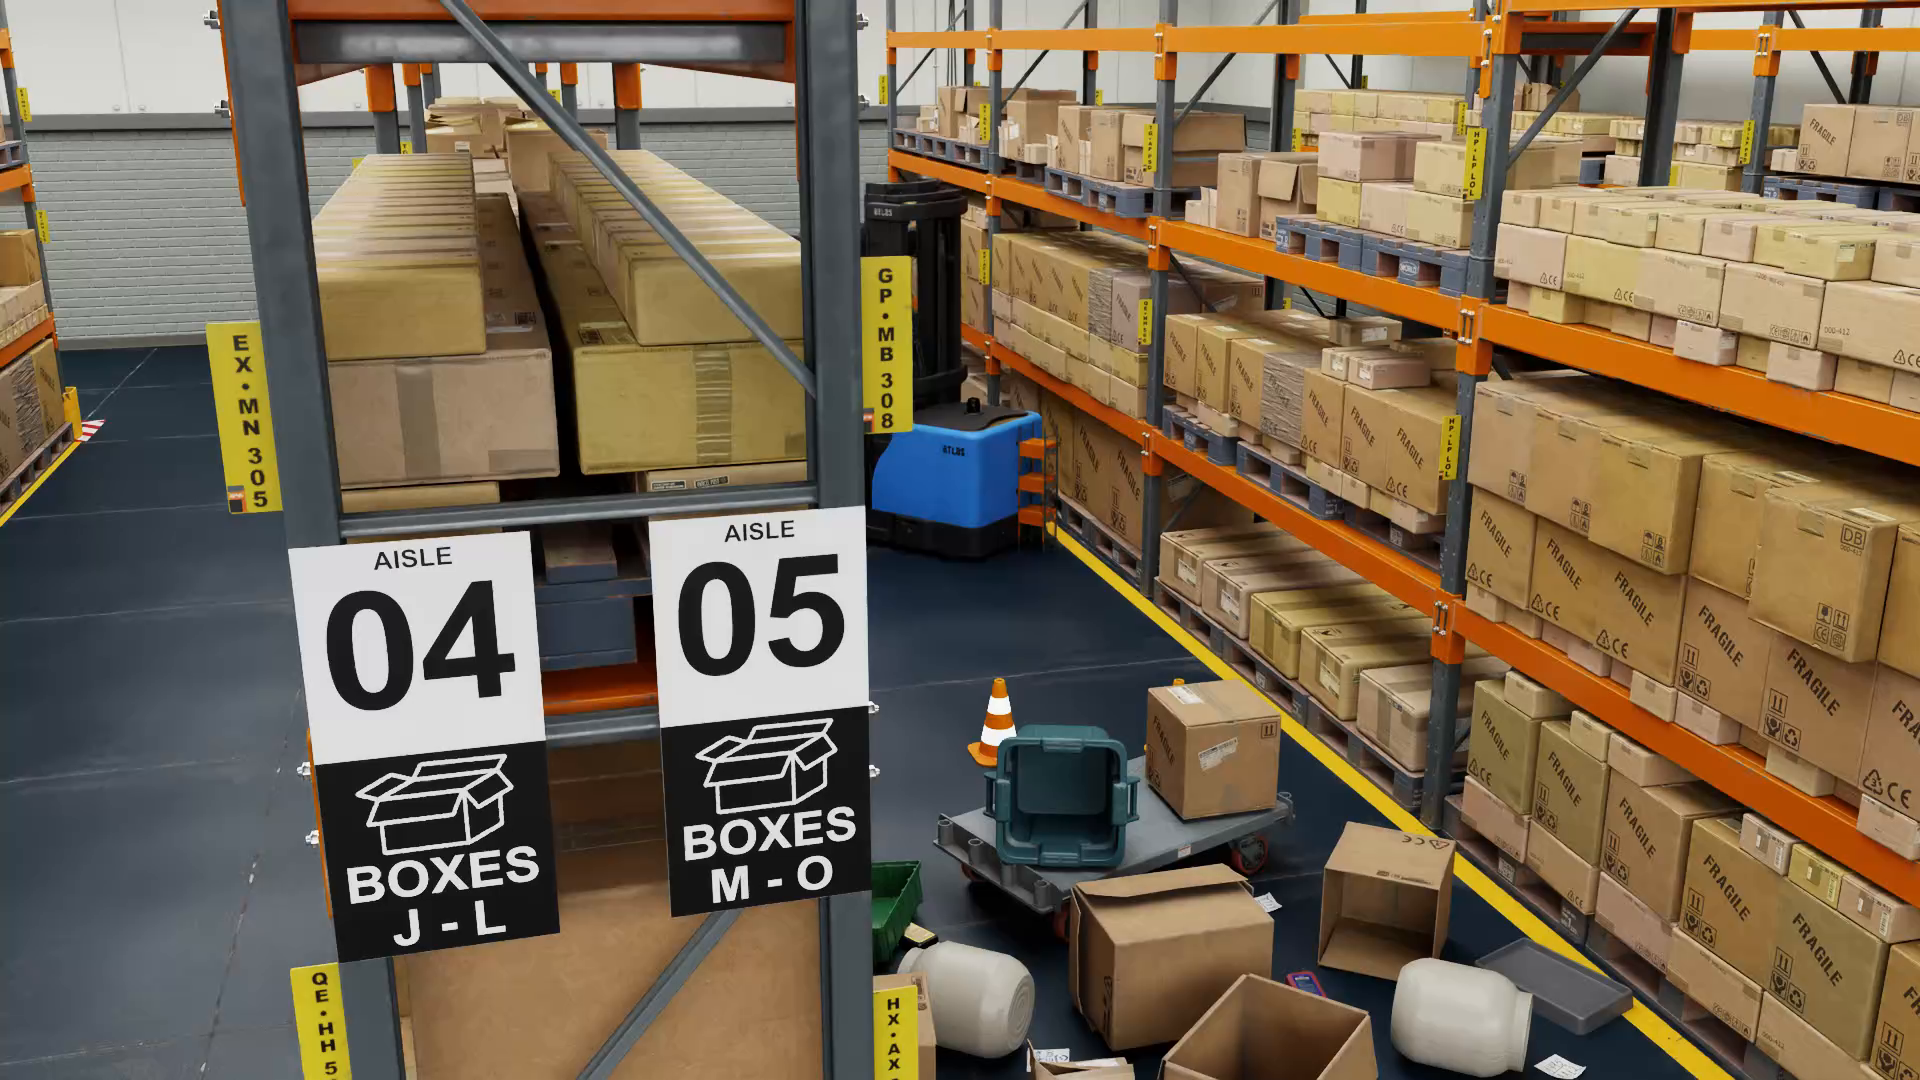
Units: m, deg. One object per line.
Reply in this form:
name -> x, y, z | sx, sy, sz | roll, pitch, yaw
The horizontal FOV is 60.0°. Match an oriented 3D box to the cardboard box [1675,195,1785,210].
cardboard box -> 3.388, -1.430, 7.334 | 0.380, 0.149, 0.250 | -4, 17, -14

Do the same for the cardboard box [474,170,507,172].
cardboard box -> -2.745, -1.891, 9.178 | 0.500, 0.250, 0.500 | -4, 17, -14

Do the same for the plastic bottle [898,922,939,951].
plastic bottle -> -0.244, 1.837, 7.730 | 0.283, 0.061, 0.133 | 16, 23, 42

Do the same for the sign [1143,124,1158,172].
sign -> 1.325, -2.734, 11.588 | 0.100, 0.325, 0.005 | -5, 17, -15

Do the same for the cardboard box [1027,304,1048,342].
cardboard box -> 0.895, -1.900, 14.453 | 0.500, 0.250, 0.500 | -4, 17, -15

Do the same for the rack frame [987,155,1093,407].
rack frame -> 0.762, -2.160, 15.927 | 1.000, 3.000, 0.127 | -5, 17, -15

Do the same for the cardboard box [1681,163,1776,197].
cardboard box -> 6.258, -2.934, 13.553 | 0.500, 0.250, 0.500 | -5, 18, -17

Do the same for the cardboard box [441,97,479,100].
cardboard box -> -5.199, -4.534, 17.317 | 0.380, 0.149, 0.250 | -5, 17, -16

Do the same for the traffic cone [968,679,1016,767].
traffic cone -> 0.232, 1.035, 9.703 | 0.336, 0.463, 0.334 | -5, 17, -15

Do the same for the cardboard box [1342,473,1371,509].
cardboard box -> 2.393, -0.291, 9.413 | 0.380, 0.149, 0.250 | -5, 17, -16

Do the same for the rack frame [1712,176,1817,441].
rack frame -> 6.633, -1.447, 13.554 | 1.000, 3.000, 0.127 | -5, 17, -15

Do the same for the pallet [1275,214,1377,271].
pallet -> 2.605, -1.759, 9.707 | 1.213, 0.211, 1.003 | -5, 17, -15

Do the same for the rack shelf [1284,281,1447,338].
rack shelf -> 4.984, -2.762, 19.183 | 1.077, 0.370, 4.000 | -5, 17, -15

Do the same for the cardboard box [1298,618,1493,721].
cardboard box -> 2.613, 0.767, 10.022 | 0.950, 0.372, 0.625 | -4, 17, -12

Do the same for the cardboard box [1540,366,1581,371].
cardboard box -> 6.064, -1.650, 16.718 | 0.380, 0.149, 0.250 | -5, 17, -15

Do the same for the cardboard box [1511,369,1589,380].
cardboard box -> 3.171, -0.807, 8.876 | 0.380, 0.149, 0.250 | -5, 17, -15

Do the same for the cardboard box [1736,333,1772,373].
cardboard box -> 3.234, -0.730, 6.391 | 0.380, 0.149, 0.250 | -5, 17, -15

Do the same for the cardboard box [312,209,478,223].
cardboard box -> -1.369, -0.715, 4.052 | 0.380, 0.149, 0.250 | -5, 17, -15

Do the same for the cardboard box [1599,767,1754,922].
cardboard box -> 3.162, 1.285, 7.206 | 0.500, 0.500, 0.500 | -4, 17, -12

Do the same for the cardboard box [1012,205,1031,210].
cardboard box -> 0.728, -3.242, 16.491 | 0.380, 0.149, 0.250 | -5, 17, -16

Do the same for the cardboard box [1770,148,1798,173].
cardboard box -> 6.437, -2.900, 12.680 | 0.380, 0.166, 0.250 | -5, 17, -15

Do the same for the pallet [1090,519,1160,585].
pallet -> 1.717, 0.058, 13.391 | 1.003, 0.211, 1.213 | -5, 17, -15

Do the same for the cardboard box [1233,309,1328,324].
cardboard box -> 2.253, -1.341, 11.781 | 0.500, 0.500, 0.500 | -5, 17, -17

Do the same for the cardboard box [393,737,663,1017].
cardboard box -> -0.977, 0.739, 4.139 | 0.875, 0.550, 0.550 | -5, 17, -15

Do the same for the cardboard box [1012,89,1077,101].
cardboard box -> 0.802, -4.072, 16.004 | 0.500, 0.500, 0.500 | -4, 17, -14

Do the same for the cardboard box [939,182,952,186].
cardboard box -> -0.046, -4.020, 19.082 | 0.380, 0.149, 0.250 | -4, 17, -15

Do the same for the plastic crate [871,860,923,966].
plastic crate -> -0.464, 1.736, 7.746 | 0.450, 0.188, 0.662 | -6, 15, 16

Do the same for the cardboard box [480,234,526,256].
cardboard box -> -1.487, -0.707, 4.719 | 0.500, 0.250, 0.500 | -5, 17, -15

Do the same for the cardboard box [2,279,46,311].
cardboard box -> -9.477, -2.440, 16.605 | 0.500, 0.250, 0.500 | -5, 17, -16

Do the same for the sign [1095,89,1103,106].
sign -> 1.281, -4.040, 15.528 | 0.100, 0.325, 0.005 | -5, 17, -15

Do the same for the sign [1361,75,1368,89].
sign -> 4.973, -5.558, 20.489 | 0.100, 0.325, 0.005 | -5, 17, -15

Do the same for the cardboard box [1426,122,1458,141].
cardboard box -> 5.160, -4.174, 17.163 | 0.500, 0.250, 0.500 | -5, 17, -15

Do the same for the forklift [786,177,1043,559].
forklift -> -0.802, -1.559, 14.048 | 3.031, 2.935, 1.130 | 12, 20, 34

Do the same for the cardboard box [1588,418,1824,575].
cardboard box -> 3.104, -0.193, 6.952 | 0.700, 0.500, 0.500 | -5, 17, -16

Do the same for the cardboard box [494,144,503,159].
cardboard box -> -3.058, -2.573, 11.916 | 0.500, 0.500, 0.500 | -5, 17, -15

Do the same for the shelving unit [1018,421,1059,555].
shelving unit -> 0.635, -0.422, 13.532 | 0.252, 1.050, 0.215 | 12, 20, 34

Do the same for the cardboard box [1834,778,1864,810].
cardboard box -> 3.490, 0.909, 6.149 | 0.380, 0.149, 0.250 | -4, 17, -14

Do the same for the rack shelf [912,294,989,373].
rack shelf -> 0.212, -2.368, 17.873 | 1.077, 0.370, 4.000 | -5, 17, -15

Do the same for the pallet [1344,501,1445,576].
pallet -> 2.890, -0.078, 9.330 | 1.003, 0.211, 1.213 | -5, 17, -15

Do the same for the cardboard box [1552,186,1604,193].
cardboard box -> 3.185, -1.706, 8.734 | 0.500, 0.250, 0.500 | -5, 17, -17

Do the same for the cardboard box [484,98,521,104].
cardboard box -> -4.650, -4.426, 16.958 | 0.380, 0.149, 0.250 | -5, 17, -17

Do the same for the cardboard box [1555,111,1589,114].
cardboard box -> 5.897, -4.049, 16.020 | 0.380, 0.149, 0.250 | -5, 17, -16

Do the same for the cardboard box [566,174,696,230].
cardboard box -> -1.018, -1.049, 5.165 | 0.380, 0.149, 0.250 | -5, 17, -16

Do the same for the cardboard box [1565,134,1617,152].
cardboard box -> 5.680, -3.581, 14.979 | 0.380, 0.149, 0.250 | -4, 17, -14

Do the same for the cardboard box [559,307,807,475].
cardboard box -> -0.558, -0.331, 3.466 | 0.500, 0.250, 0.500 | -5, 17, -15

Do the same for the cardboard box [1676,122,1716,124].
cardboard box -> 6.132, -3.441, 14.029 | 0.380, 0.149, 0.250 | -5, 17, -16

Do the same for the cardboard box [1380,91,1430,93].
cardboard box -> 5.119, -5.020, 19.109 | 0.500, 0.250, 0.500 | -5, 17, -15

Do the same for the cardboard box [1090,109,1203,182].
cardboard box -> 1.406, -2.998, 12.599 | 0.700, 0.500, 0.500 | -6, 18, -18

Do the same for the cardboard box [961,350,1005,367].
cardboard box -> 0.200, -1.813, 18.497 | 0.875, 0.438, 0.875 | -4, 17, -14

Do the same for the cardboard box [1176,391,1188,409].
cardboard box -> 1.772, -1.029, 11.872 | 0.380, 0.149, 0.250 | -6, 18, -18

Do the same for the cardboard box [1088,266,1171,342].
cardboard box -> 1.319, -1.844, 12.963 | 0.500, 0.500, 0.500 | -4, 17, -14

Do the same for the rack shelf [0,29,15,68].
rack shelf -> -9.316, -4.266, 14.459 | 1.077, 0.370, 4.000 | -5, 17, -15

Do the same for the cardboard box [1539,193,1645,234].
cardboard box -> 2.833, -1.462, 7.443 | 0.380, 0.149, 0.250 | -4, 17, -14

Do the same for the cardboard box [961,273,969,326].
cardboard box -> 0.242, -2.457, 16.745 | 0.500, 0.500, 0.500 | -5, 17, -17

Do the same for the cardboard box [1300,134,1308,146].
cardboard box -> 4.298, -4.869, 20.171 | 0.380, 0.149, 0.250 | -4, 17, -14
